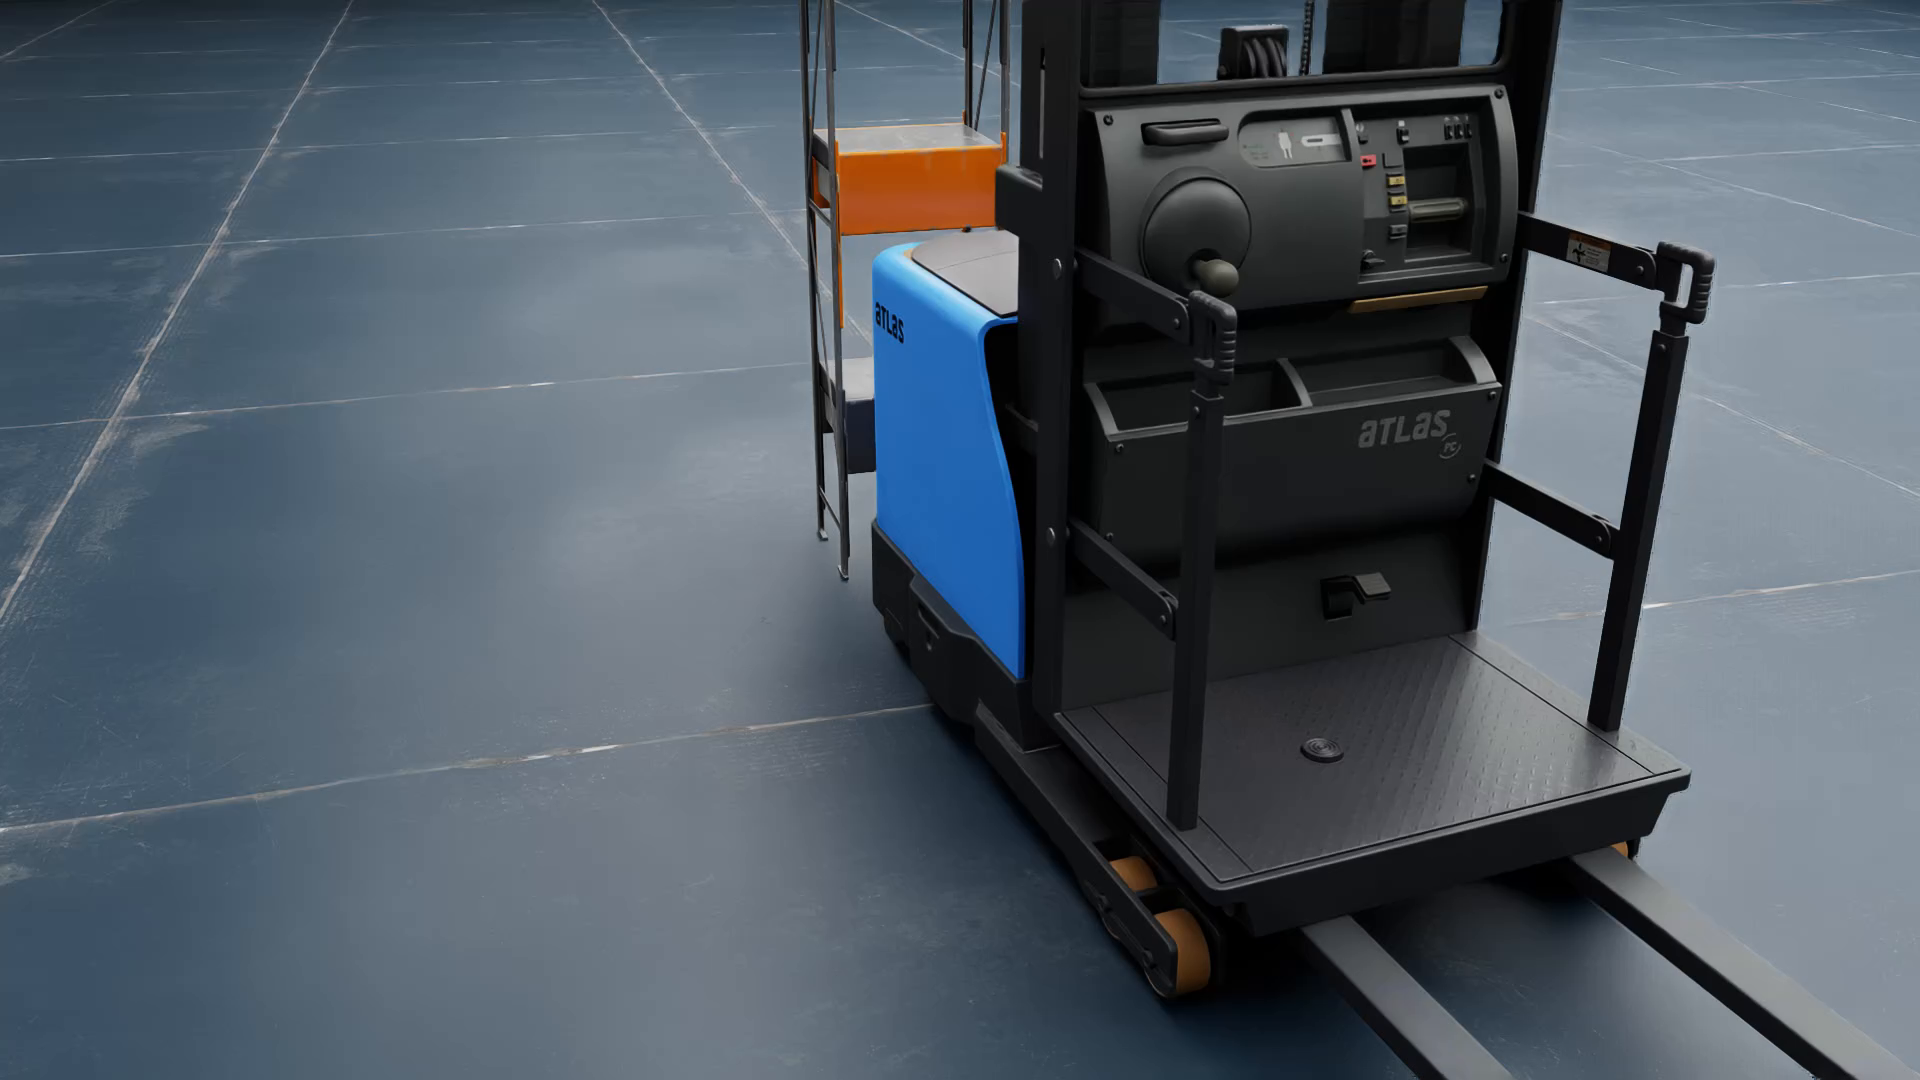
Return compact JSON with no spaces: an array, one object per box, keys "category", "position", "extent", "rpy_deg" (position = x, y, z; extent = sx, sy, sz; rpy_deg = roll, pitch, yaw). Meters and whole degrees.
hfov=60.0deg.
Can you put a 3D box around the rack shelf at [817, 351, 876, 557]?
[{"category":"rack shelf","position":[-0.159,-0.291,5.076],"extent":[0.480,0.518,0.431],"rpy_deg":[-6,24,-14]}]

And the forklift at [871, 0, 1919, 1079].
[{"category":"forklift","position":[0.772,-0.656,3.062],"extent":[1.130,2.935,3.031],"rpy_deg":[-9,25,-20]}]

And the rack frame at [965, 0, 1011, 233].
[{"category":"rack frame","position":[0.076,-0.973,4.855],"extent":[0.015,2.100,0.400],"rpy_deg":[-6,24,-14]}]

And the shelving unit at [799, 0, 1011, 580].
[{"category":"shelving unit","position":[-0.159,-0.947,4.795],"extent":[0.503,2.100,0.431],"rpy_deg":[-6,24,-14]}]

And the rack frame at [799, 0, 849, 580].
[{"category":"rack frame","position":[-0.394,-0.921,4.734],"extent":[0.015,2.100,0.400],"rpy_deg":[-6,24,-14]}]

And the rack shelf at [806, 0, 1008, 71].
[{"category":"rack shelf","position":[-0.159,-1.578,4.524],"extent":[0.480,0.518,0.431],"rpy_deg":[-6,24,-14]}]

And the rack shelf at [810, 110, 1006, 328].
[{"category":"rack shelf","position":[-0.159,-0.935,4.800],"extent":[0.480,0.518,0.431],"rpy_deg":[-6,24,-14]}]
